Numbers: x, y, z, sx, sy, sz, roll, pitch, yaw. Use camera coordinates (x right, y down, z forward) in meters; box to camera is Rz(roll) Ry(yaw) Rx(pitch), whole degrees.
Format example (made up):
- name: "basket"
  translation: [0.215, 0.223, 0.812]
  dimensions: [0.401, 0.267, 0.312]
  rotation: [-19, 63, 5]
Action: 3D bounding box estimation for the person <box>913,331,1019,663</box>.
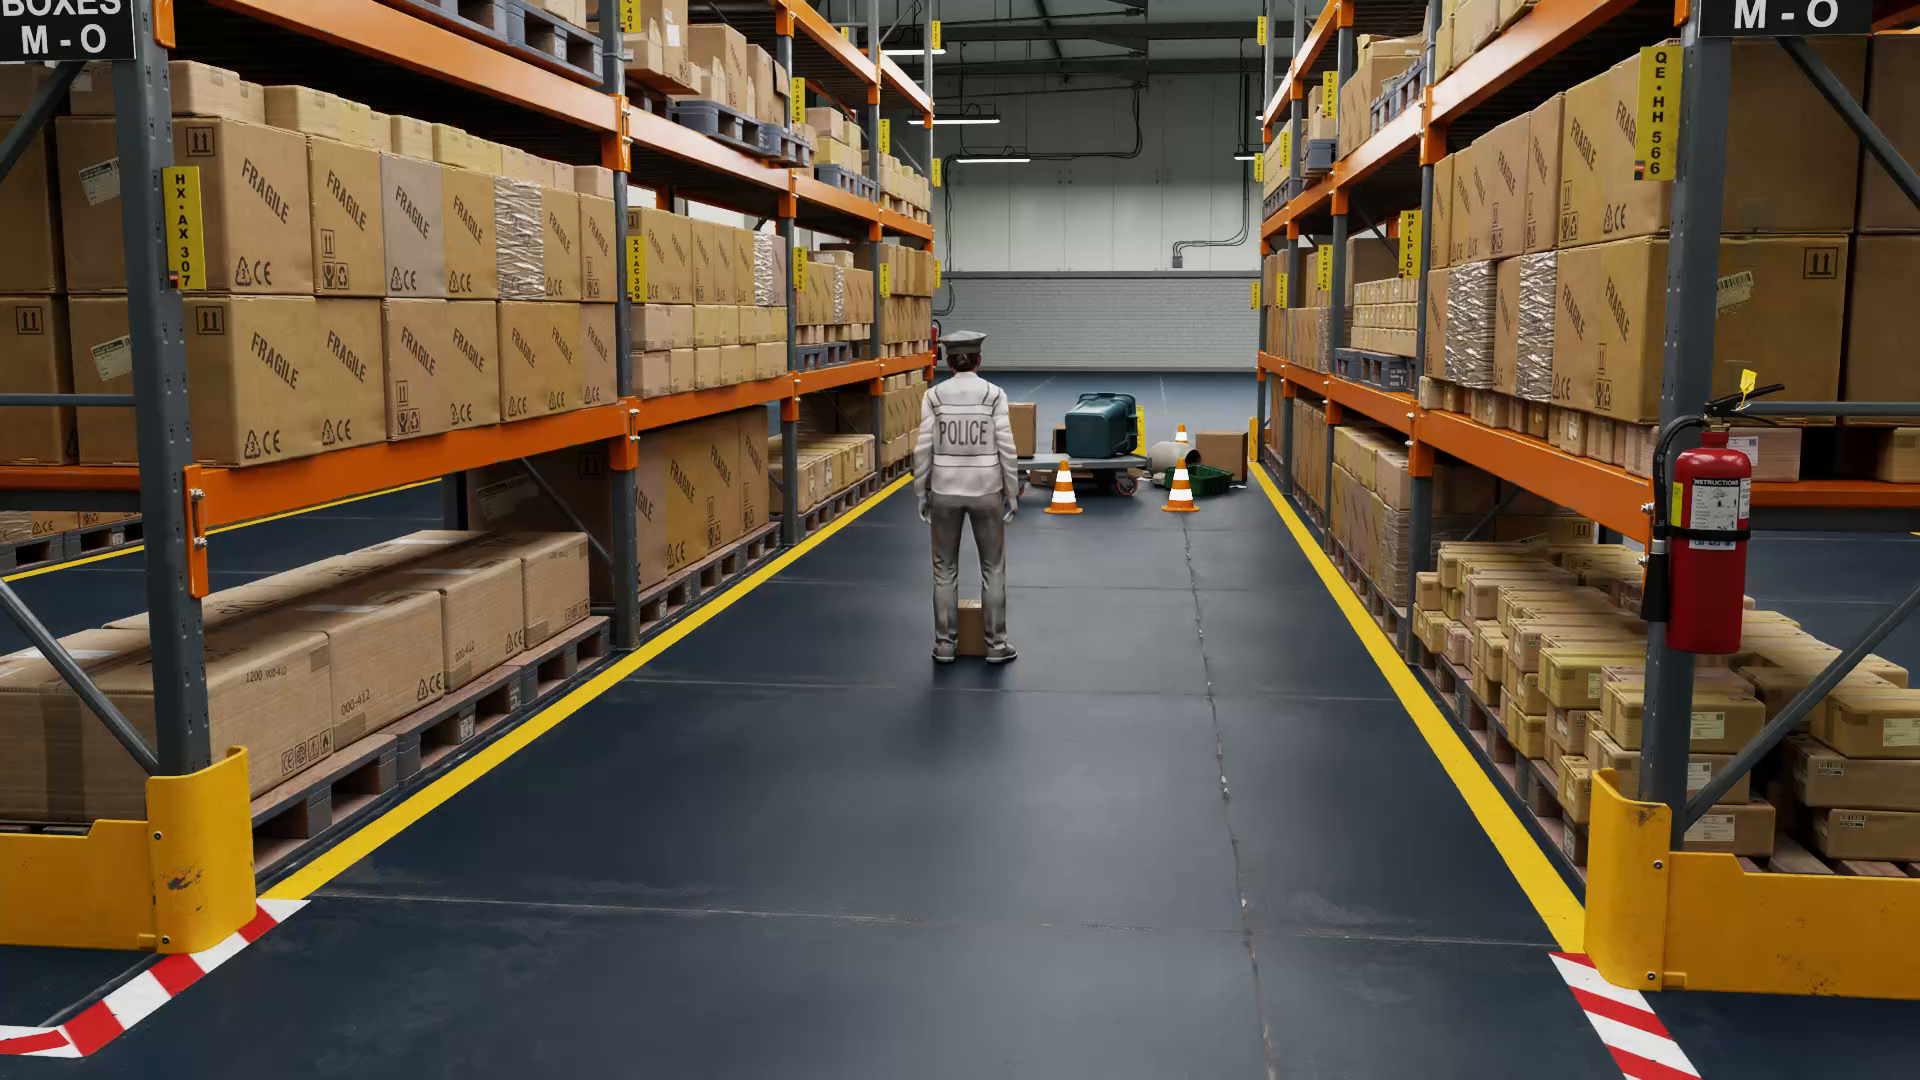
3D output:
- name: "person"
  translation: [0.032, -0.211, 8.350]
  dimensions: [0.526, 1.663, 0.373]
  rotation: [1, 8, 5]
